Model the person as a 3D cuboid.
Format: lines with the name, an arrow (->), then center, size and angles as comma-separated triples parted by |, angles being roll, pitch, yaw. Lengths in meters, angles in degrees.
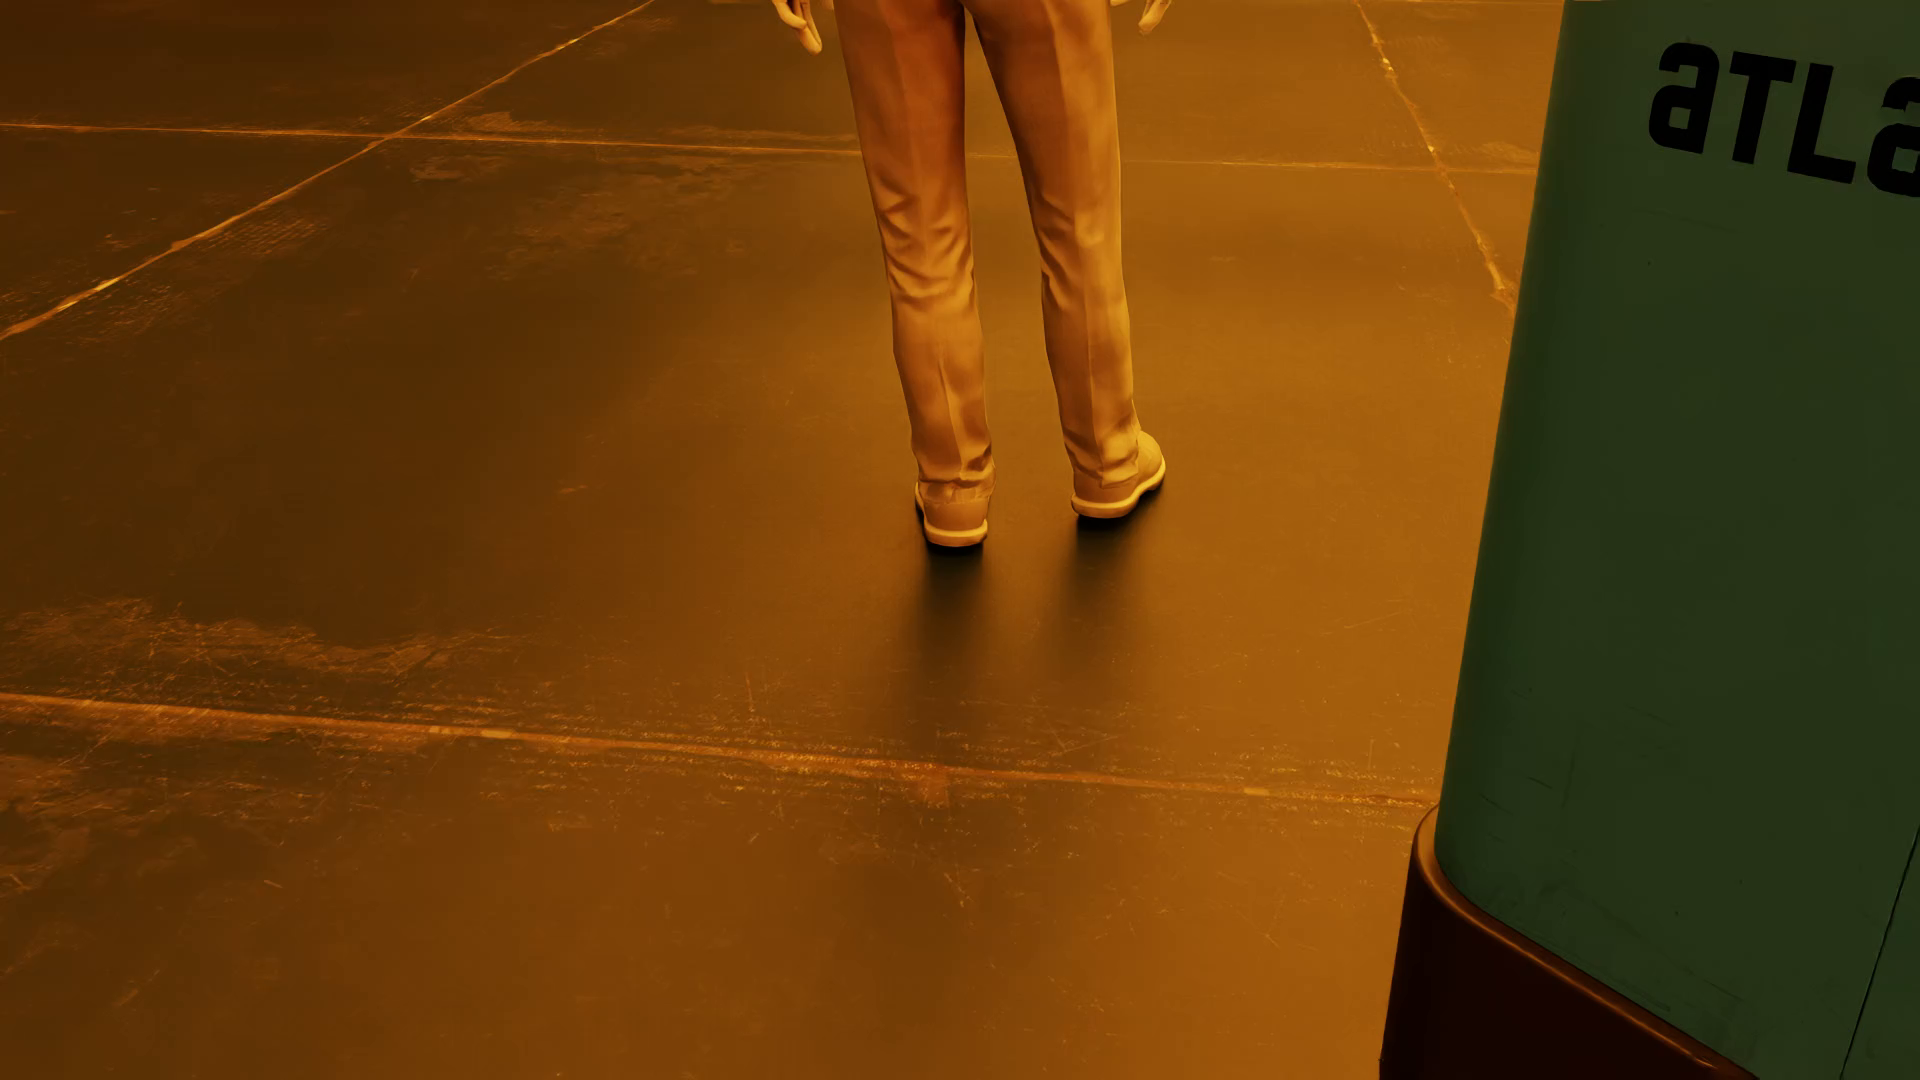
person -> 0.015, -0.794, 2.177 | 0.588, 1.697, 0.533 | 3, 27, 7
